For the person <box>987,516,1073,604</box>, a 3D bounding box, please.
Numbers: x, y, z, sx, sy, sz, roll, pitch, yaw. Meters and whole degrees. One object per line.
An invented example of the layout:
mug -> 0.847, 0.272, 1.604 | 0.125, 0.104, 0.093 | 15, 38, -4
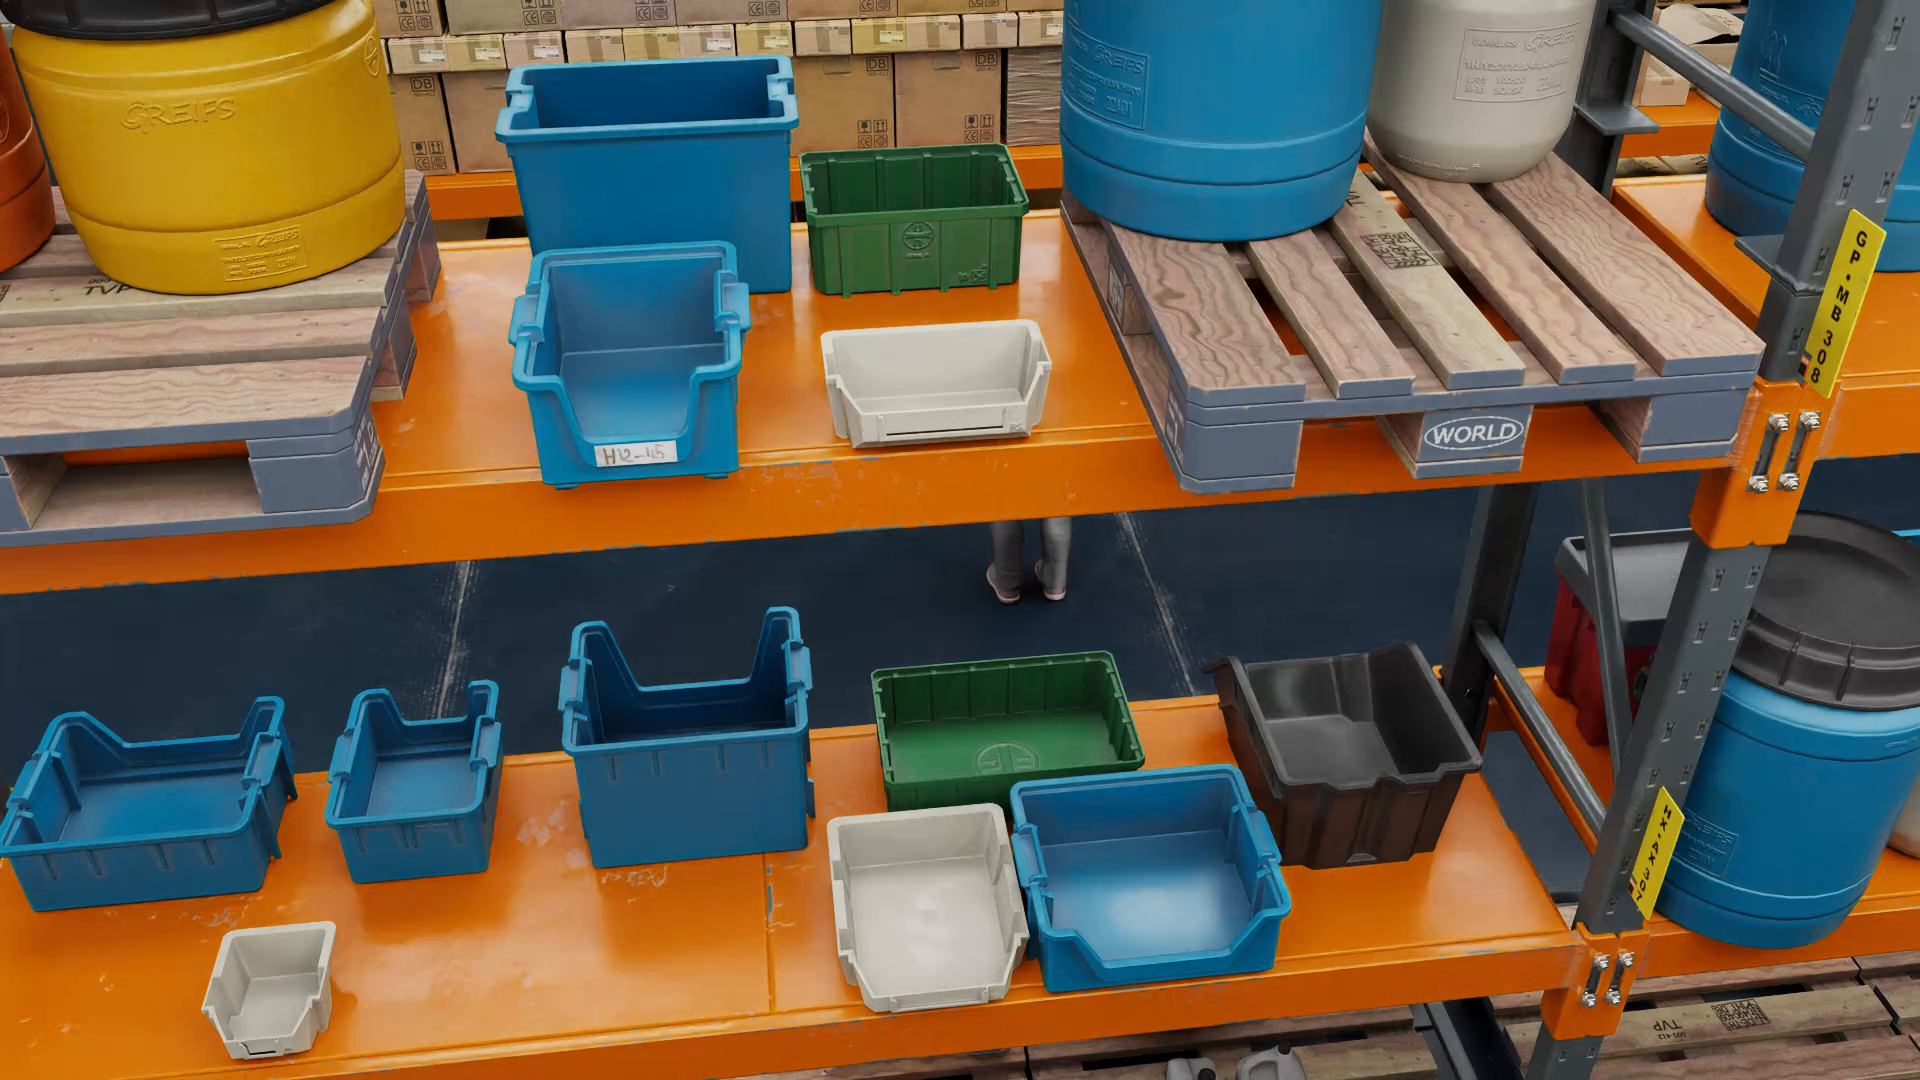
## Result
person -> 0.291, -0.473, 6.833 | 0.450, 1.647, 0.523 | -4, 35, -6
